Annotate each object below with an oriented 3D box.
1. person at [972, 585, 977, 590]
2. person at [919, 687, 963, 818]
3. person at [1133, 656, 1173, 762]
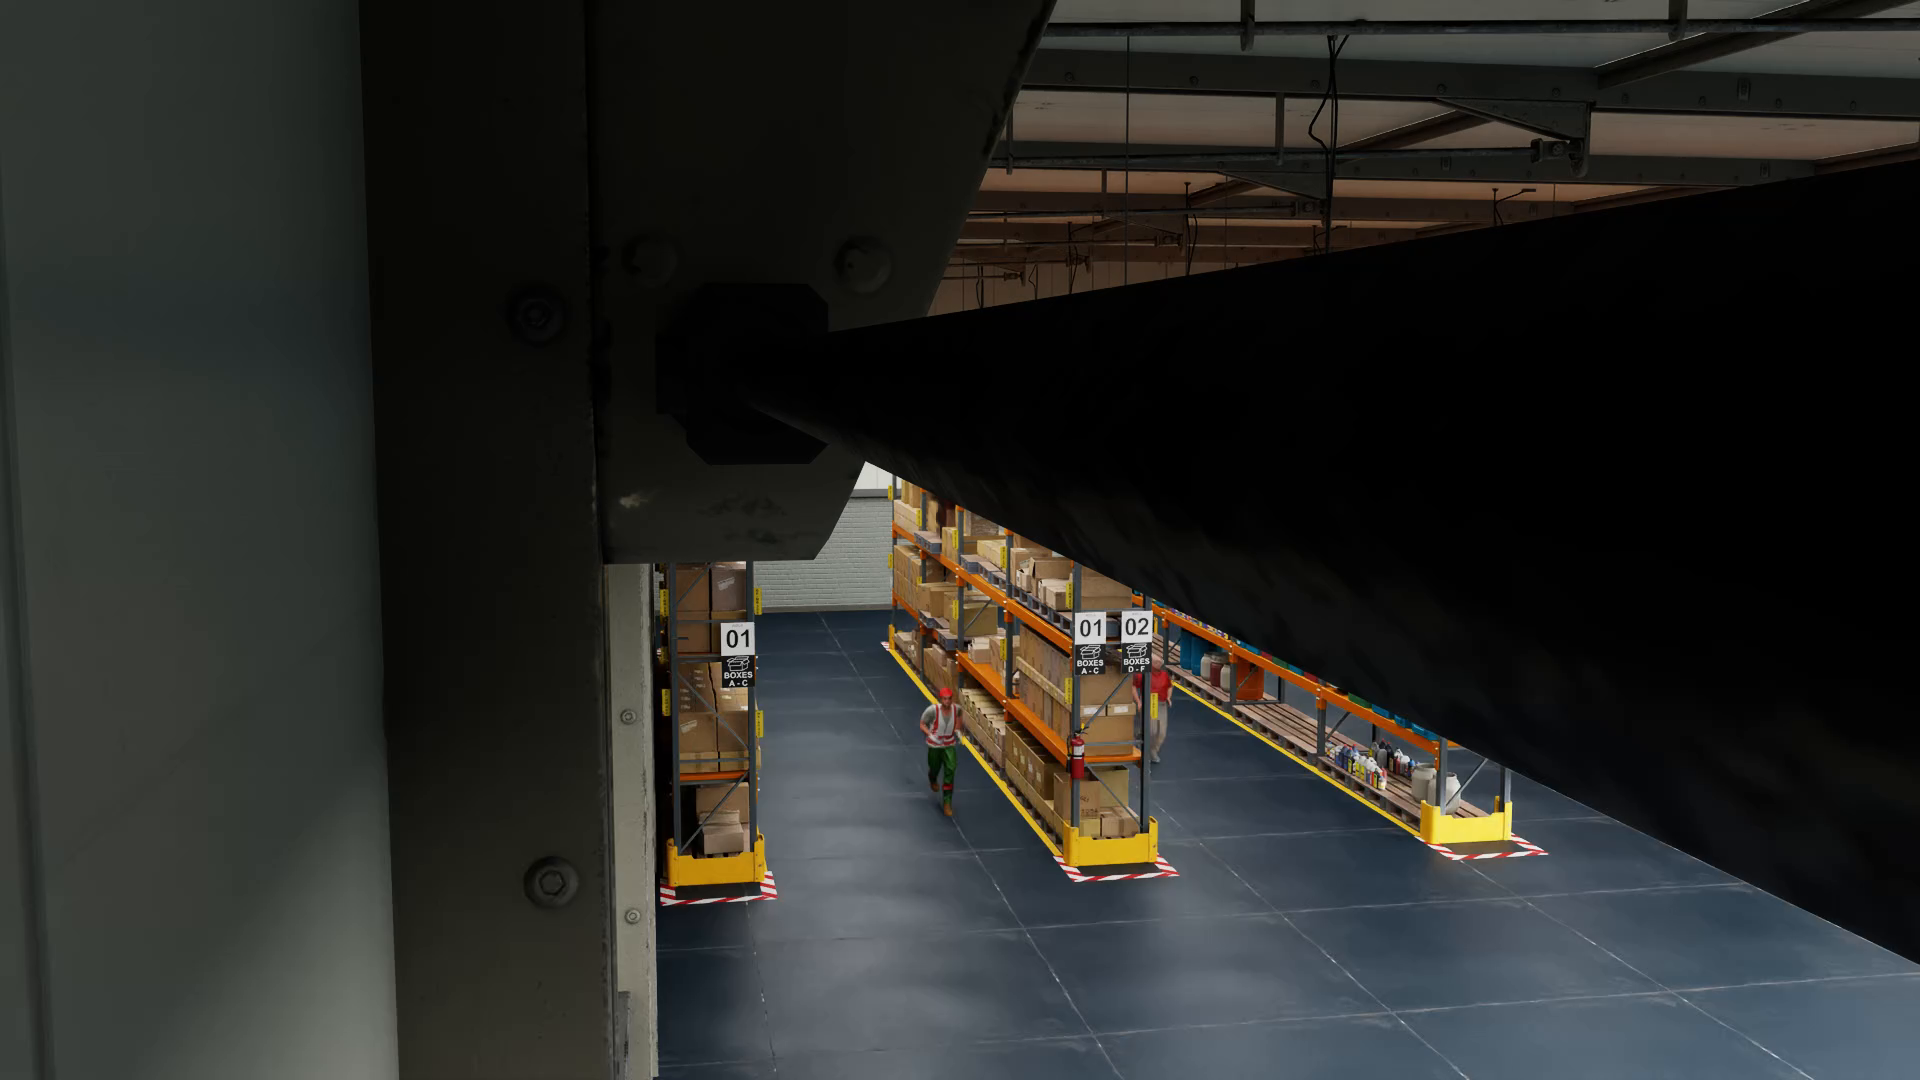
[{"bbox_3d":[0.200,1.479,37.335,0.644,1.683,0.587,3,7,29],"label":"person"},{"bbox_3d":[-0.268,2.920,23.513,0.660,1.774,1.134,-1,6,-12],"label":"person"},{"bbox_3d":[3.080,2.667,26.325,0.677,1.673,0.604,-2,7,-19],"label":"person"}]
